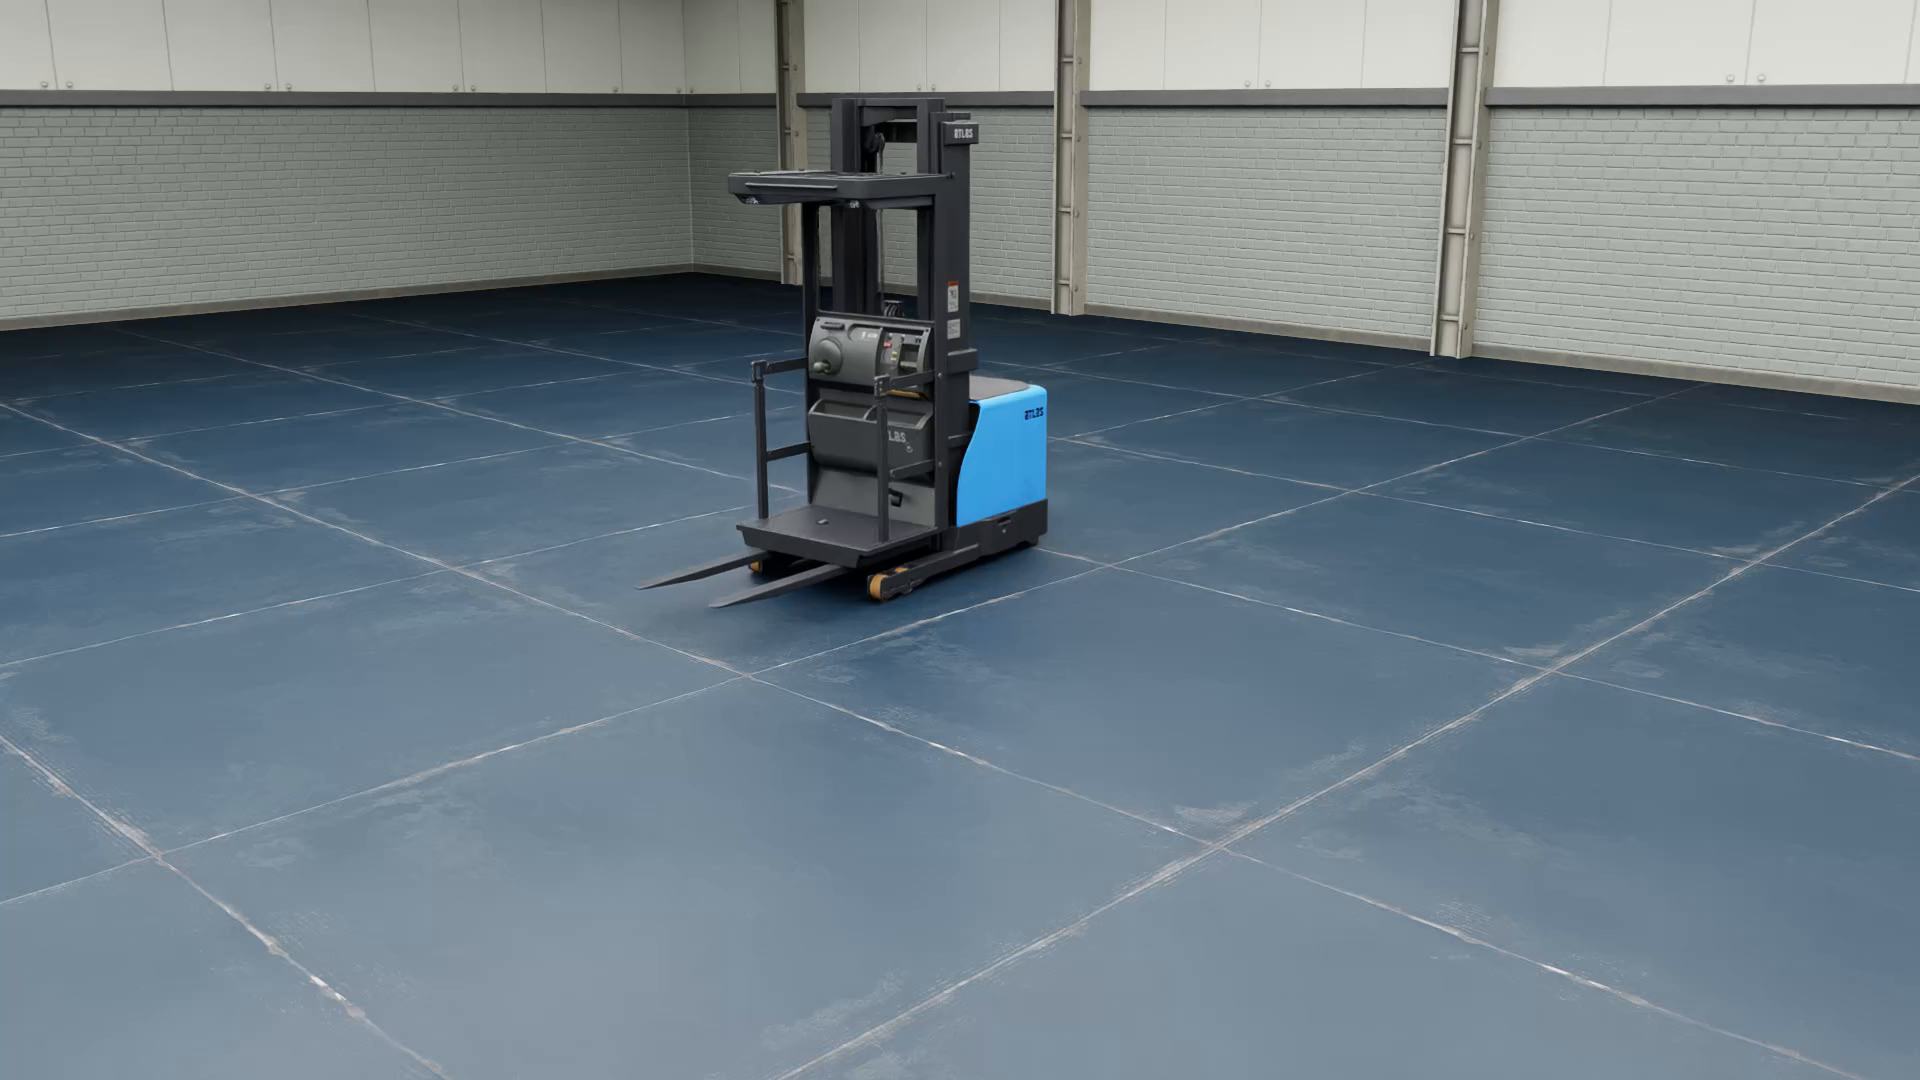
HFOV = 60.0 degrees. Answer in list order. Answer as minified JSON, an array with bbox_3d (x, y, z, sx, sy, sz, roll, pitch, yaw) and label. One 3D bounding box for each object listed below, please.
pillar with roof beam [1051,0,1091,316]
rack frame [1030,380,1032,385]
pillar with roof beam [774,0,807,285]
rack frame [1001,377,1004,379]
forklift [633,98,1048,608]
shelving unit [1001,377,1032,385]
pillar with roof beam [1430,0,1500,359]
[{"bbox_3d":[-1.432,-6.830,19.799,0.400,9.000,9.100,14,20,42],"label":"pillar with roof beam"},{"bbox_3d":[0.437,-0.580,11.576,0.008,1.050,0.200,11,18,36],"label":"rack frame"},{"bbox_3d":[-5.752,-7.880,23.829,0.400,9.000,9.100,14,20,42],"label":"pillar with roof beam"},{"bbox_3d":[0.242,-0.617,11.718,0.008,1.050,0.200,11,18,36],"label":"rack frame"},{"bbox_3d":[-0.693,-1.188,10.178,1.130,2.935,3.031,11,18,36],"label":"forklift"},{"bbox_3d":[0.339,-0.599,11.647,0.252,1.050,0.215,11,18,36],"label":"shelving unit"},{"bbox_3d":[2.887,-5.780,15.769,0.400,9.000,9.100,14,20,42],"label":"pillar with roof beam"}]
